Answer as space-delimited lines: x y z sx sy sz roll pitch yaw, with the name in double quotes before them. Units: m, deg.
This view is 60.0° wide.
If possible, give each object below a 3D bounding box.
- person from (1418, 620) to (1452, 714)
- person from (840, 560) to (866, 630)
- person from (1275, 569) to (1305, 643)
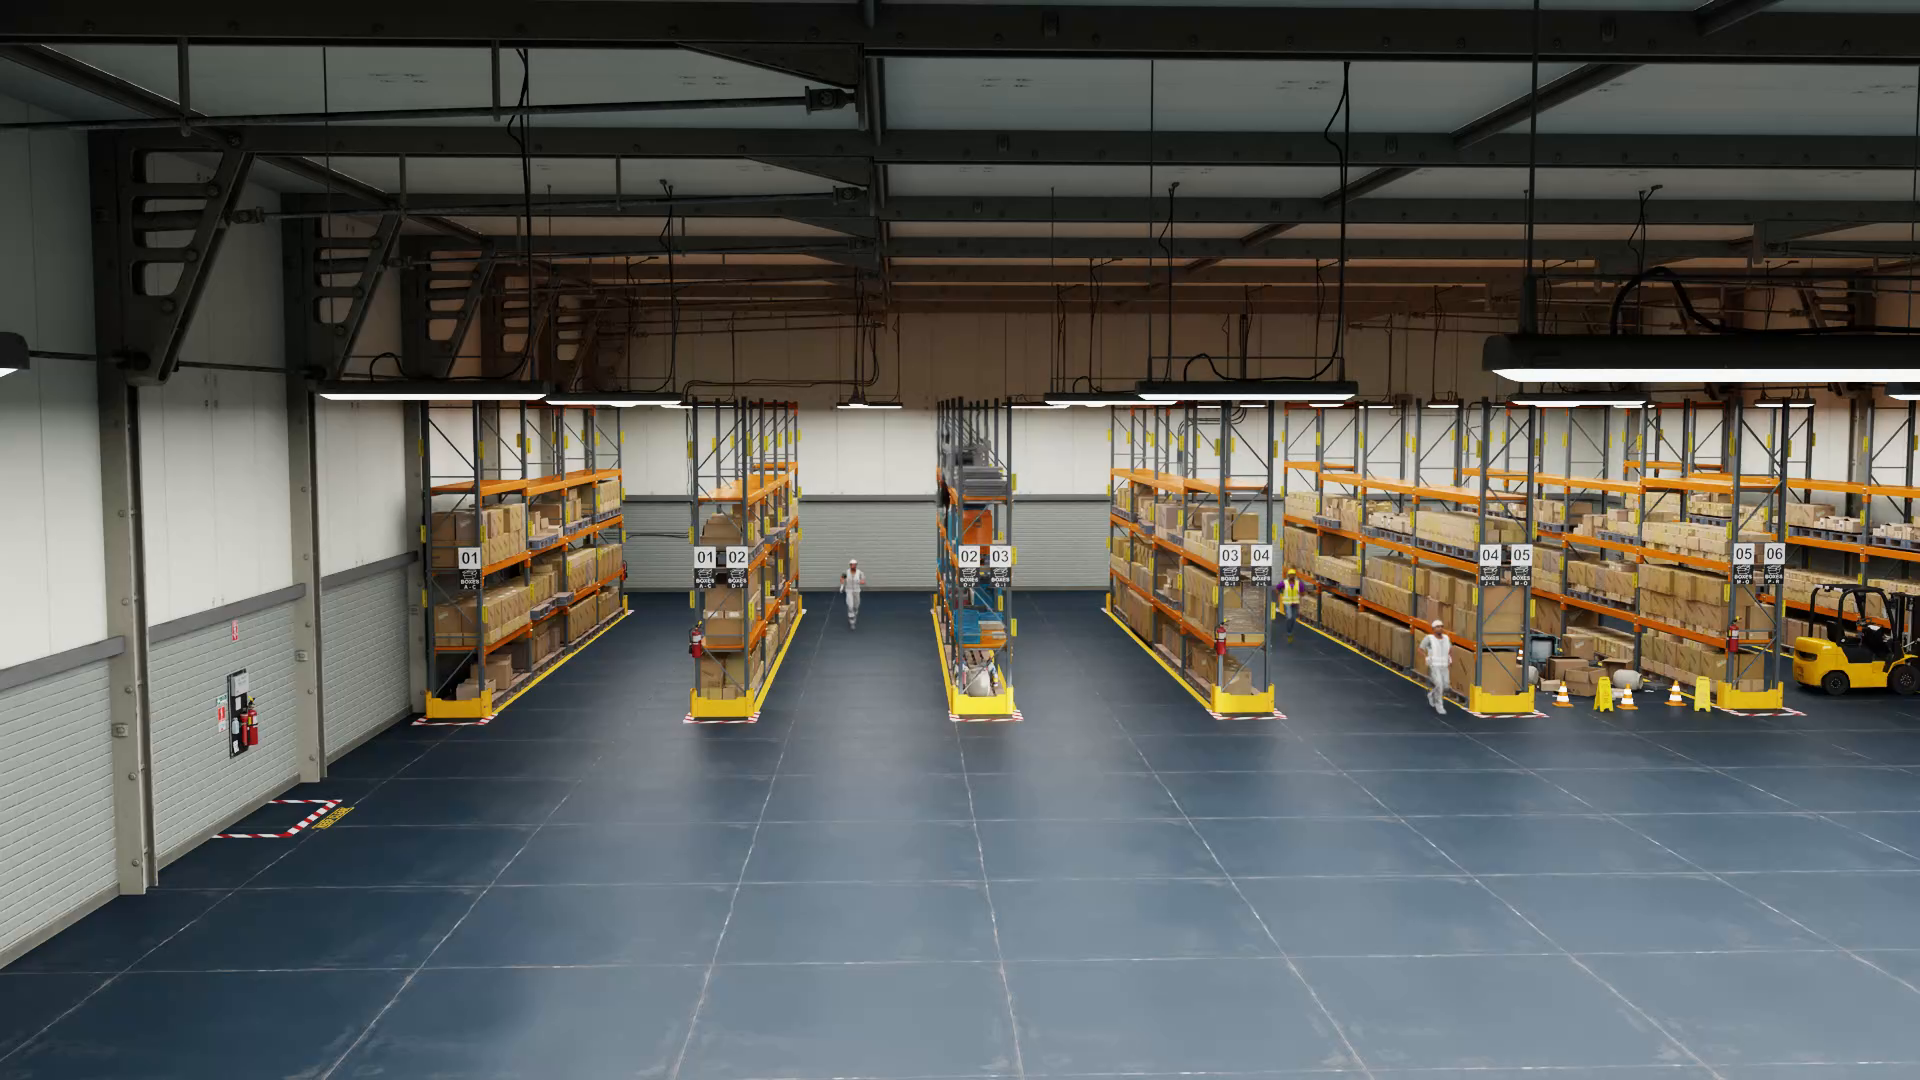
"person" 9.118 2.418 31.763 0.706 1.774 0.679 -1 5 -19
"person" -2.821 1.412 43.916 0.655 1.814 0.937 -1 4 -10
"person" 8.253 1.622 41.452 0.682 1.803 0.879 0 4 -6
